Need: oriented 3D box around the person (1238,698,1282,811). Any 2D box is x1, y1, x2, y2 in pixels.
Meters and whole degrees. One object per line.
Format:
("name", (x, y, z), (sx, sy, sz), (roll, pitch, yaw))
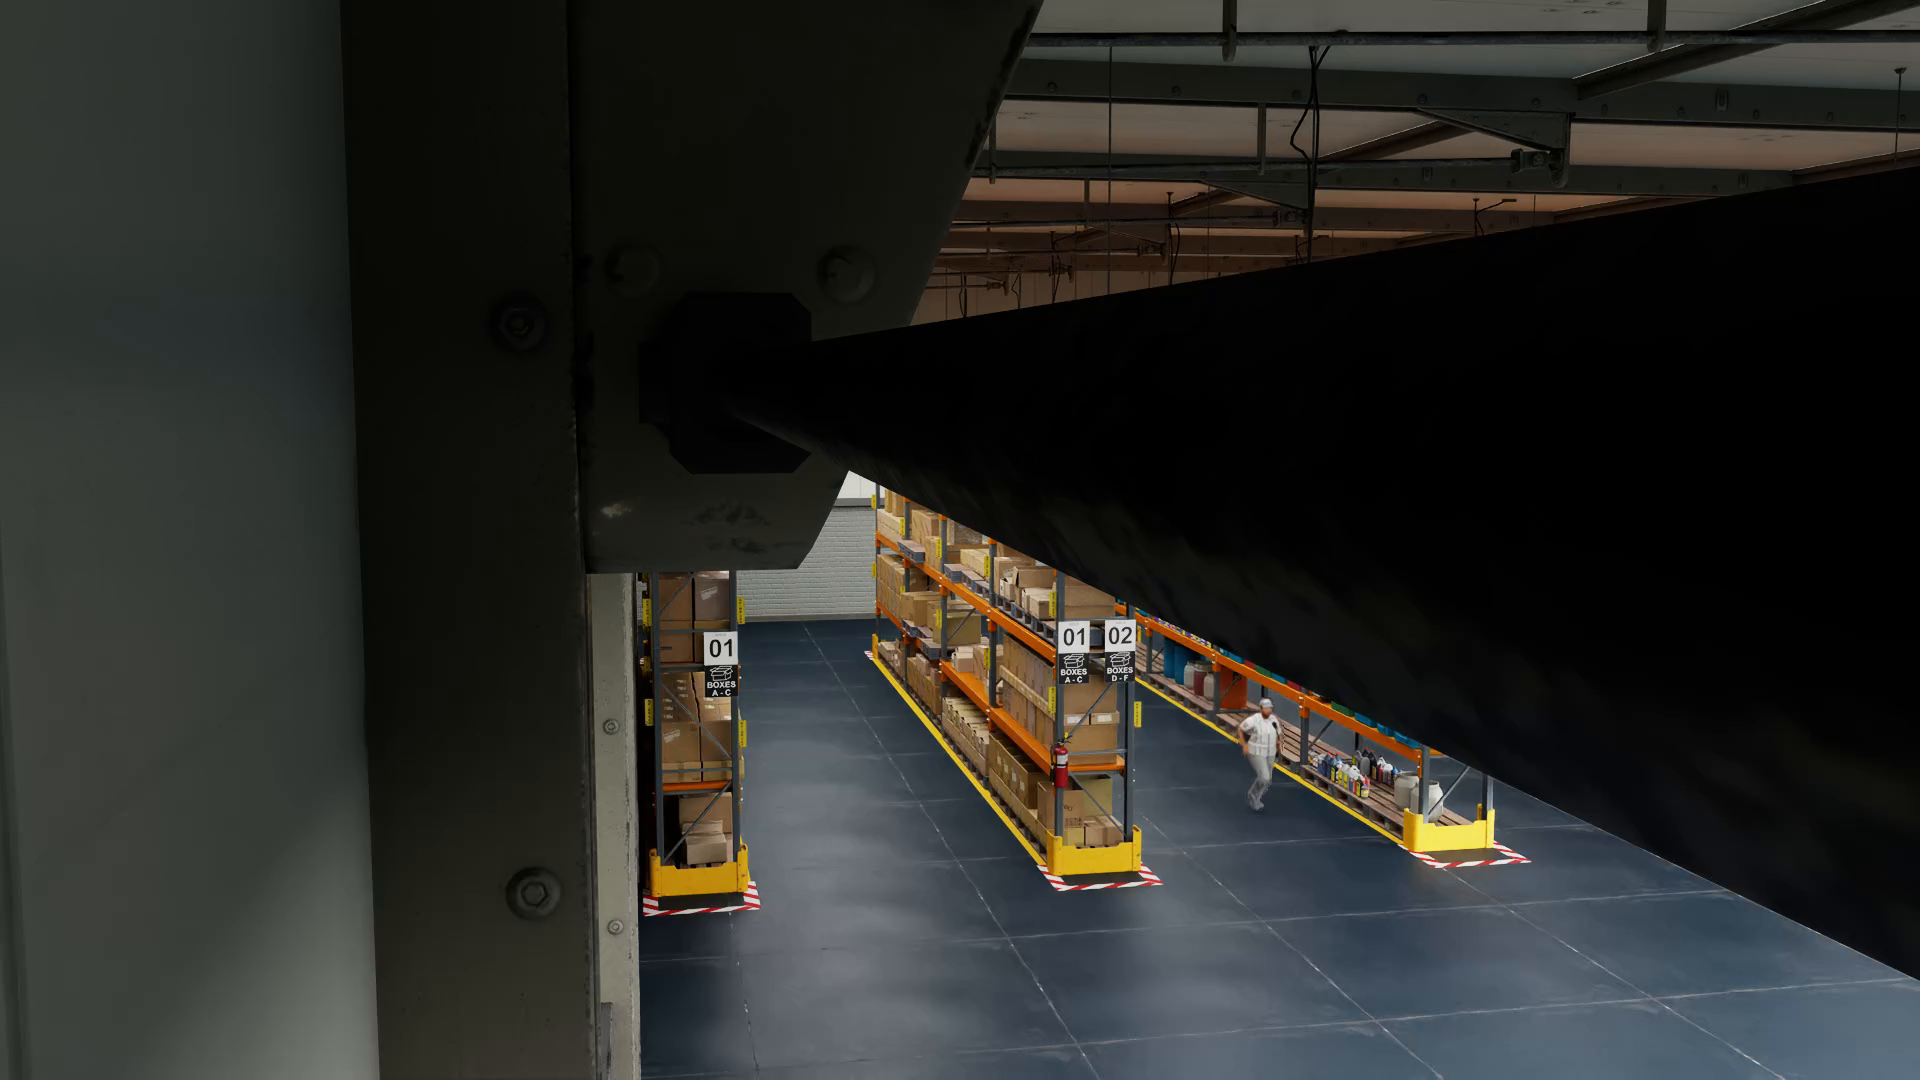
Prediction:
("person", (4.336, 3.071, 23.772), (0.576, 1.631, 0.712), (-3, 6, -23))
